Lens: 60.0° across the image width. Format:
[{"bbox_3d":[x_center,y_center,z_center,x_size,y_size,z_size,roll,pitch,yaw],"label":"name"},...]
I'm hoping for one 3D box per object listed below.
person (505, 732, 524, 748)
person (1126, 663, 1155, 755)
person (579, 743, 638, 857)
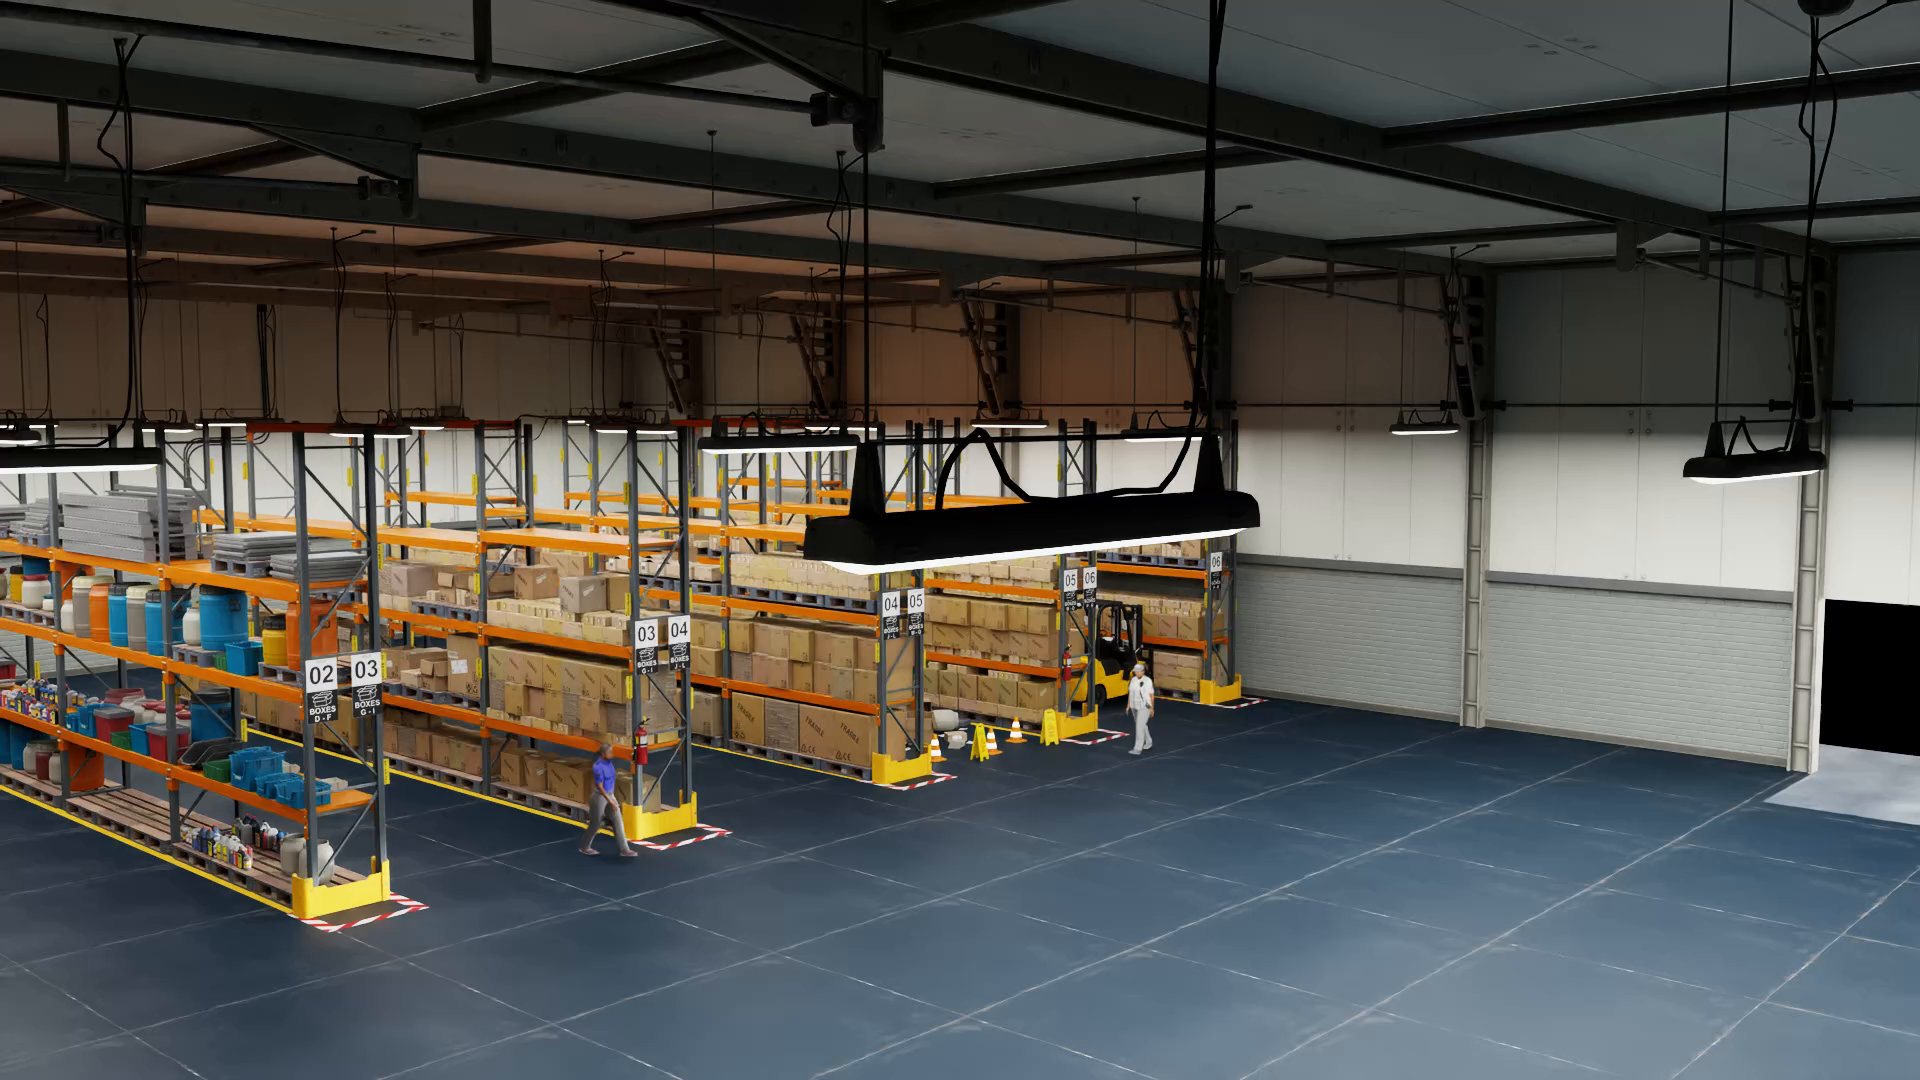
[{"bbox_3d":[-7.884,3.043,29.709,0.979,1.672,0.552,3,5,28],"label":"person"},{"bbox_3d":[3.271,3.052,30.189,0.855,1.635,0.510,-4,6,-37],"label":"person"},{"bbox_3d":[-4.898,3.626,23.182,0.978,1.605,0.435,3,5,29],"label":"person"}]
